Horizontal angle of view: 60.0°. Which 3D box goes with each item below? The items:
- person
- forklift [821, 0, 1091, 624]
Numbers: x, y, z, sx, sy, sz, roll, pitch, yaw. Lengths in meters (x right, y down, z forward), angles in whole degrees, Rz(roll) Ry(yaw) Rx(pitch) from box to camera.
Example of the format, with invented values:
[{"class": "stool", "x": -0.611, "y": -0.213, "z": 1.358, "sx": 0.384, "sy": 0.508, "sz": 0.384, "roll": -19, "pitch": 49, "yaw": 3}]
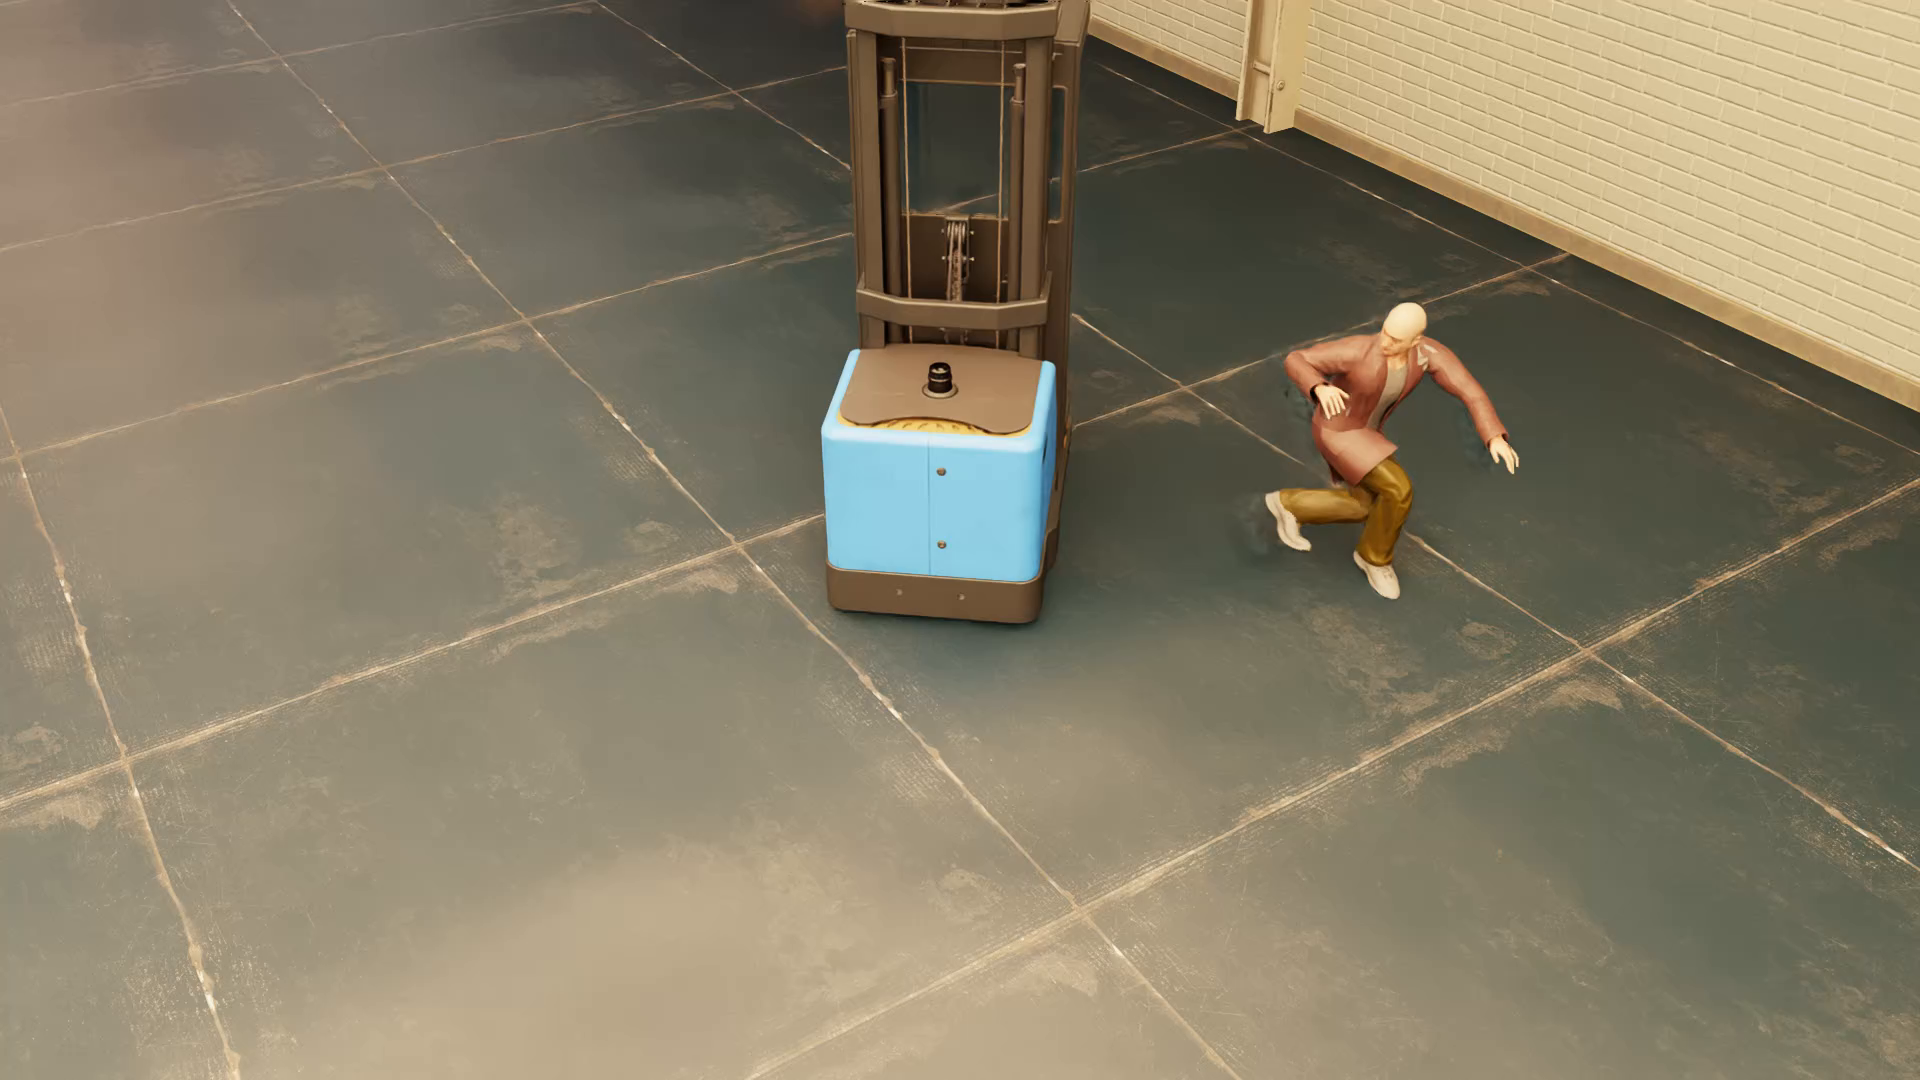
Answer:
[{"class": "person", "x": 2.011, "y": -0.400, "z": 7.983, "sx": 0.875, "sy": 1.522, "sz": 1.185, "roll": -26, "pitch": 42, "yaw": -32}, {"class": "forklift", "x": 0.049, "y": -1.632, "z": 8.471, "sx": 1.130, "sy": 2.935, "sz": 3.031, "roll": 4, "pitch": 35, "yaw": 6}]
